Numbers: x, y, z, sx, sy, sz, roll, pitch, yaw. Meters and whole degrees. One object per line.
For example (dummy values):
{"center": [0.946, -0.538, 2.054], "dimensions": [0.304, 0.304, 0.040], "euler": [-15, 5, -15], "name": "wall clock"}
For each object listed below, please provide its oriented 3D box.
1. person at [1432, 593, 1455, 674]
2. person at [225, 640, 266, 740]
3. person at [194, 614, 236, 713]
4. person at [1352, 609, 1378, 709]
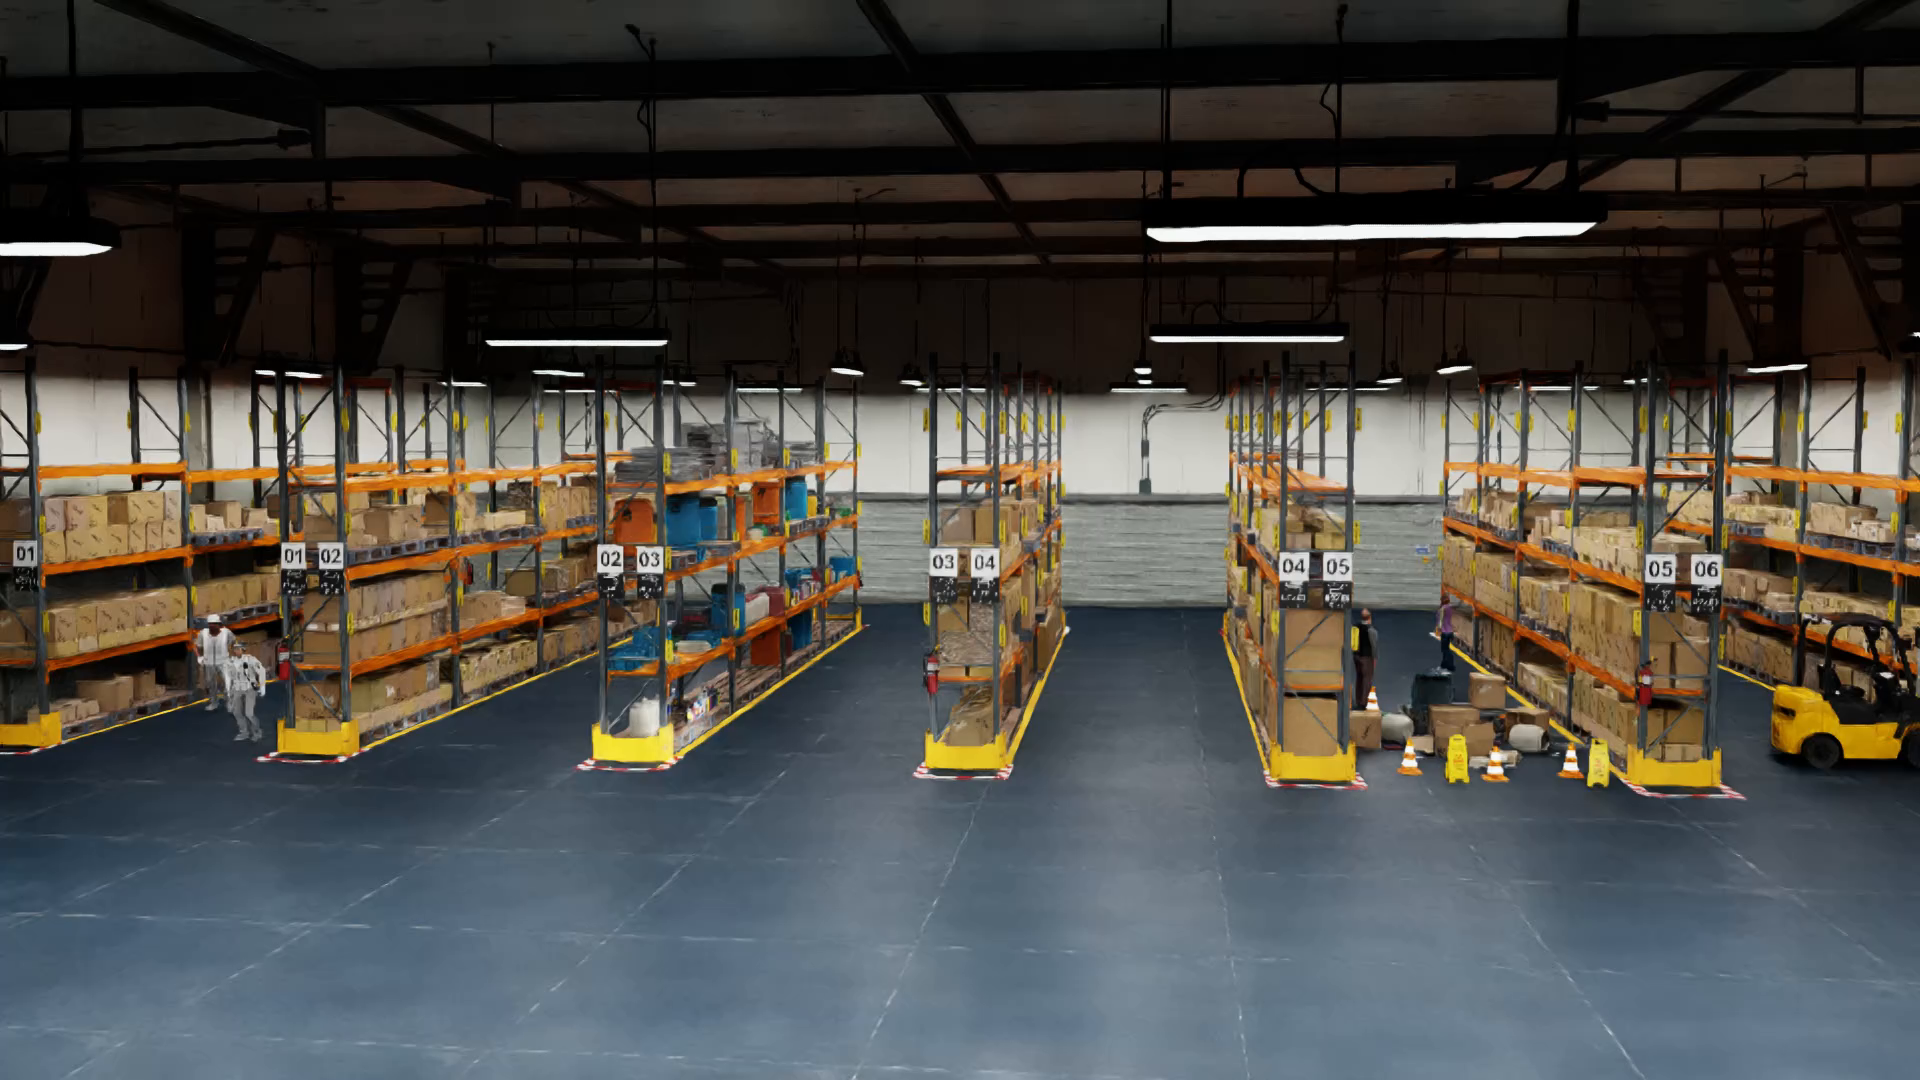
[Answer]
{"center": [9.657, 1.853, 33.134], "dimensions": [0.511, 1.596, 0.494], "euler": [3, 5, 37], "name": "person"}
{"center": [-11.233, 2.351, 26.133], "dimensions": [0.636, 1.626, 0.521], "euler": [1, 4, 10], "name": "person"}
{"center": [-12.784, 2.109, 28.625], "dimensions": [0.702, 1.713, 0.815], "euler": [-1, 4, -12], "name": "person"}
{"center": [7.140, 2.067, 29.133], "dimensions": [0.450, 1.727, 0.584], "euler": [-2, 4, -24], "name": "person"}
